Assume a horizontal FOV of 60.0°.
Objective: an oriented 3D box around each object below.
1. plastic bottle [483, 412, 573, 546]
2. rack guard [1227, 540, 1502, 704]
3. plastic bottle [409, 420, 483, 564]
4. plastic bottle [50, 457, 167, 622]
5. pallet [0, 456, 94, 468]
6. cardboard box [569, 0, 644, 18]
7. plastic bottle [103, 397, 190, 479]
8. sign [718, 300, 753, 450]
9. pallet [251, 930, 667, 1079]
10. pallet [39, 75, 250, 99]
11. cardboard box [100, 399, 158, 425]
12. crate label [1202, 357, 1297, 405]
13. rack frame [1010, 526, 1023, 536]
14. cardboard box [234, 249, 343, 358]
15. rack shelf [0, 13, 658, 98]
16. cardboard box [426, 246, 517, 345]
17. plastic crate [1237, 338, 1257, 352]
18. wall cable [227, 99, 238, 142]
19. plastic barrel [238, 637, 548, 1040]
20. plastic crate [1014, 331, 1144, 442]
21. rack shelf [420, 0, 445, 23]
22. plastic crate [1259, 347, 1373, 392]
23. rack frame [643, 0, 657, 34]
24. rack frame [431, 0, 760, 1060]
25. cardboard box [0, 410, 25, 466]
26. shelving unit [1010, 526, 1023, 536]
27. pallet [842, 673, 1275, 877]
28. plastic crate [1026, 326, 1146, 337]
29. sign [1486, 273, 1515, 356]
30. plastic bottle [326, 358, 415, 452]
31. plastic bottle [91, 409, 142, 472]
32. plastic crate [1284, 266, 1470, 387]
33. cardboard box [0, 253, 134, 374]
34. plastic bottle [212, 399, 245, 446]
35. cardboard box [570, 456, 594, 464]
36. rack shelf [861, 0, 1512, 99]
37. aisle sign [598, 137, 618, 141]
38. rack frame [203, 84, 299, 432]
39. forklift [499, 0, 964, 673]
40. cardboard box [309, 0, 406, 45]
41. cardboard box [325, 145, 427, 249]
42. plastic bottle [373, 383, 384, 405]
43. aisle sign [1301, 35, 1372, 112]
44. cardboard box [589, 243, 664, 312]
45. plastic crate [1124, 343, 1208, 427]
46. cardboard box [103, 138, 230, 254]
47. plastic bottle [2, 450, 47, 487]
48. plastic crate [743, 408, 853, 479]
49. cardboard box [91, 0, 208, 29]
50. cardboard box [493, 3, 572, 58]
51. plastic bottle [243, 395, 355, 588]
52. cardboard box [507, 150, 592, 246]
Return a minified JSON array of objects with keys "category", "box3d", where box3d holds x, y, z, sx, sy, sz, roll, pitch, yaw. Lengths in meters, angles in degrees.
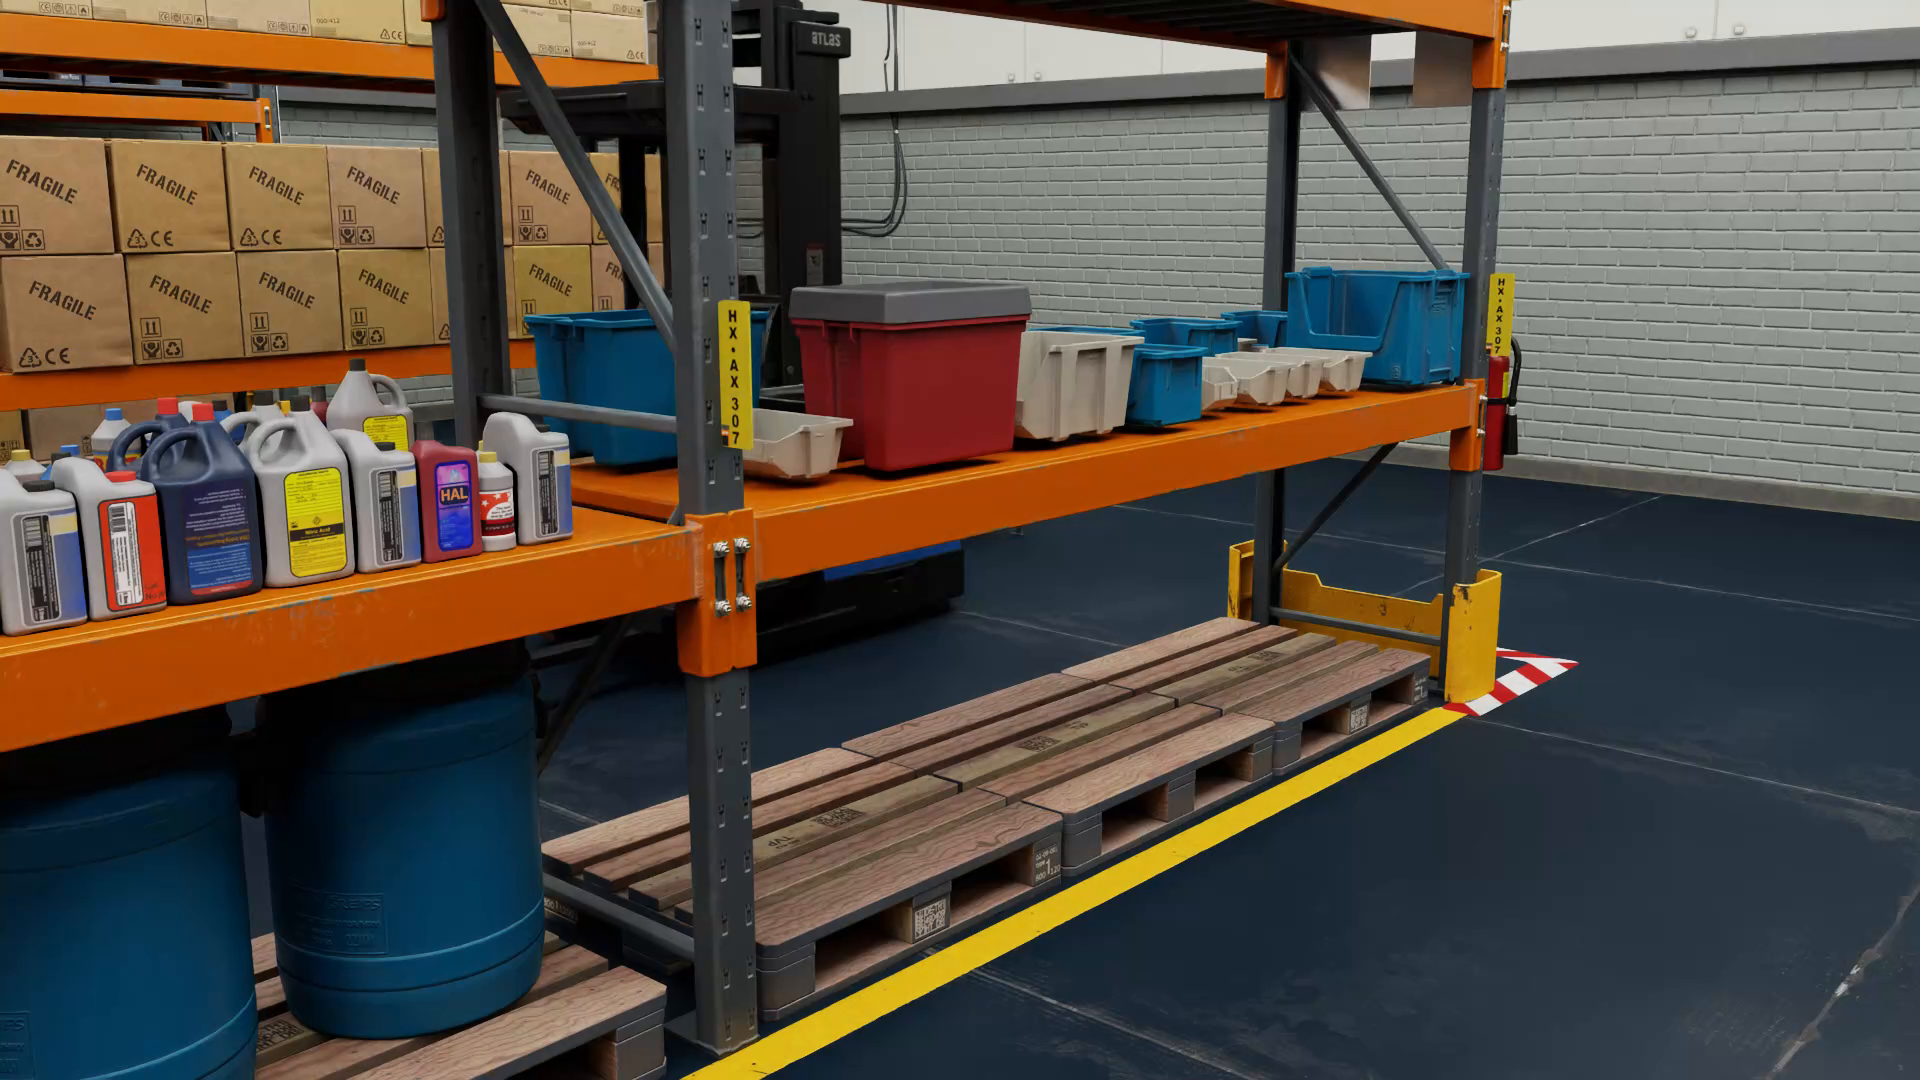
[{"category":"plastic bottle","box3d":[-0.924,-0.139,3.567,0.152,0.276,0.135,10,15,40]},{"category":"rack guard","box3d":[1.740,0.332,7.272,1.175,0.500,0.348,10,15,40]},{"category":"plastic bottle","box3d":[-1.043,-0.103,3.366,0.061,0.283,0.133,10,15,40]},{"category":"plastic bottle","box3d":[-1.498,-0.011,2.926,0.152,0.276,0.135,10,15,40]},{"category":"pallet","box3d":[-6.983,-0.495,12.153,1.003,0.211,1.213,10,15,40]},{"category":"cardboard box","box3d":[-2.133,-3.063,9.338,0.500,0.250,0.500,10,15,40]},{"category":"plastic bottle","box3d":[-1.498,-0.090,3.127,0.144,0.351,0.185,10,15,40]},{"category":"sign","box3d":[-0.495,-0.364,3.670,0.100,0.325,0.005,10,15,40]},{"category":"pallet","box3d":[-1.448,1.176,3.786,1.003,0.211,1.213,10,15,40]},{"category":"pallet","box3d":[-6.190,-3.486,12.575,1.003,0.211,1.213,10,15,40]},{"category":"cardboard box","box3d":[-6.426,-0.960,12.668,0.700,0.500,0.500,10,15,40]},{"category":"crate label","box3d":[0.963,-0.560,5.878,0.396,0.136,0.243,10,15,40]},{"category":"rack frame","box3d":[0.237,-0.788,10.329,0.400,1.500,0.023,10,15,40]},{"category":"cardboard box","box3d":[-3.417,-1.179,8.199,0.500,0.500,0.500,10,15,40]},{"category":"rack shelf","box3d":[-3.305,-2.353,8.513,1.077,0.370,4.000,10,15,40]},{"category":"cardboard box","box3d":[-2.749,-1.328,8.945,0.500,0.500,0.500,10,15,41]},{"category":"plastic crate","box3d":[1.049,-0.758,6.869,0.250,0.136,0.298,10,15,40]},{"category":"wall cable","box3d":[-5.574,-2.978,14.870,0.084,1.984,1.851,10,15,40]},{"category":"plastic barrel","box3d":[-1.279,0.601,3.829,0.600,0.901,0.708,10,15,40]},{"category":"plastic crate","box3d":[0.239,-0.472,5.065,0.437,0.282,0.530,10,15,40]},{"category":"rack shelf","box3d":[-2.227,-1.124,2.358,1.077,0.370,4.000,10,15,40]},{"category":"plastic crate","box3d":[1.331,-0.645,6.303,0.396,0.136,0.243,10,15,40]},{"category":"rack frame","box3d":[-1.985,-4.471,9.622,1.000,3.000,0.127,10,15,40]},{"category":"rack frame","box3d":[-0.907,-0.300,4.054,1.000,3.000,0.127,10,15,40]},{"category":"cardboard box","box3d":[-7.104,-0.806,11.900,0.700,0.500,0.500,10,15,42]},{"category":"shelving unit","box3d":[-0.004,-0.734,10.059,0.431,1.500,0.755,10,15,40]},{"category":"pallet","box3d":[0.354,0.774,5.797,1.003,0.211,1.213,10,15,40]},{"category":"plastic crate","box3d":[0.454,-0.648,6.072,0.416,0.233,0.300,10,15,40]},{"category":"sign","box3d":[2.157,-0.900,6.640,0.100,0.325,0.005,10,15,40]},{"category":"plastic bottle","box3d":[-1.410,-0.260,3.980,0.144,0.351,0.185,10,15,40]},{"category":"plastic bottle","box3d":[-1.837,-0.151,3.635,0.097,0.271,0.097,0,11,0]},{"category":"plastic crate","box3d":[1.653,-0.862,6.624,0.616,0.435,0.499,10,15,40]},{"category":"cardboard box","box3d":[-4.084,-1.030,7.453,0.500,0.500,0.500,10,15,42]},{"category":"plastic bottle","box3d":[-1.684,-0.185,3.806,0.097,0.271,0.097,0,11,0]},{"category":"cardboard box","box3d":[-2.159,-0.407,9.852,0.500,0.500,0.500,10,15,40]},{"category":"rack shelf","box3d":[0.413,-1.712,5.304,1.077,0.370,4.000,10,15,40]},{"category":"aisle sign","box3d":[-2.160,-2.852,10.196,0.394,0.787,0.004,10,15,40]},{"category":"rack frame","box3d":[-5.708,-2.169,13.414,1.000,3.000,0.127,10,15,40]},{"category":"forklift","box3d":[-1.308,-0.937,7.419,1.130,2.935,3.031,9,15,39]},{"category":"cardboard box","box3d":[-3.127,-2.598,8.286,0.500,0.250,0.500,10,15,40]},{"category":"cardboard box","box3d":[-3.083,-1.741,8.460,0.500,0.500,0.500,10,15,42]},{"category":"plastic bottle","box3d":[-1.470,-0.244,4.072,0.061,0.283,0.133,10,15,40]},{"category":"aisle sign","box3d":[1.558,-2.212,6.991,0.394,0.787,0.004,10,15,40]},{"category":"cardboard box","box3d":[-2.076,-1.477,9.694,0.500,0.500,0.500,10,15,42]},{"category":"plastic crate","box3d":[0.570,-0.500,5.332,0.416,0.233,0.300,10,15,40]},{"category":"cardboard box","box3d":[-3.763,-1.589,7.701,0.500,0.500,0.500,9,15,39]},{"category":"plastic bottle","box3d":[-1.966,-0.088,3.499,0.097,0.201,0.097,0,11,0]},{"category":"plastic crate","box3d":[-0.492,-0.250,4.324,0.396,0.136,0.243,10,15,40]},{"category":"cardboard box","box3d":[-3.785,-2.451,7.548,0.500,0.250,0.500,10,15,40]},{"category":"cardboard box","box3d":[-2.464,-2.745,9.020,0.500,0.250,0.500,10,15,40]},{"category":"plastic bottle","box3d":[-1.268,-0.098,3.170,0.144,0.351,0.185,10,15,40]},{"category":"cardboard box","box3d":[-2.405,-1.893,9.224,0.500,0.500,0.500,10,15,42]}]
